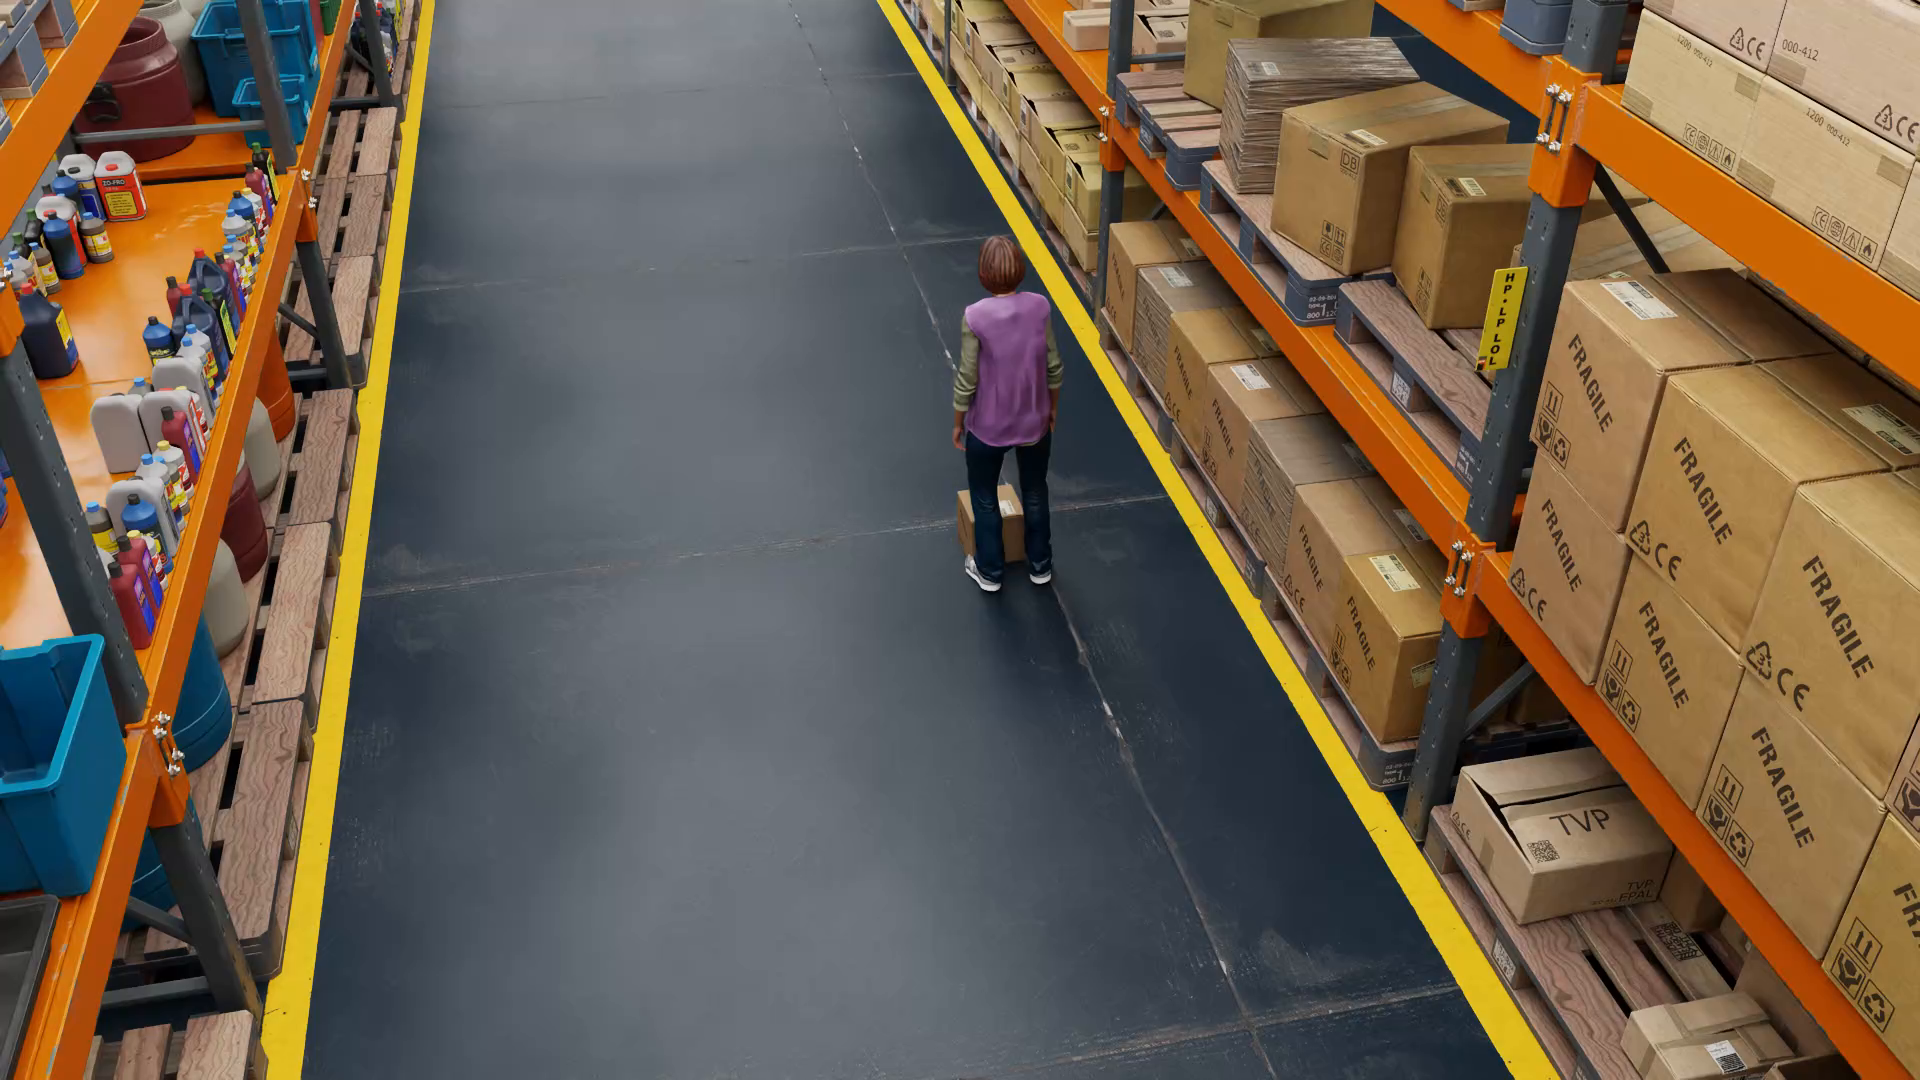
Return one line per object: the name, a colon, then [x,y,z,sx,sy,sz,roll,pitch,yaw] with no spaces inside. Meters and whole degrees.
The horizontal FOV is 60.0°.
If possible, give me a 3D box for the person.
person: [0.196,-0.389,6.924,0.482,1.352,0.330,-9,36,-13]
